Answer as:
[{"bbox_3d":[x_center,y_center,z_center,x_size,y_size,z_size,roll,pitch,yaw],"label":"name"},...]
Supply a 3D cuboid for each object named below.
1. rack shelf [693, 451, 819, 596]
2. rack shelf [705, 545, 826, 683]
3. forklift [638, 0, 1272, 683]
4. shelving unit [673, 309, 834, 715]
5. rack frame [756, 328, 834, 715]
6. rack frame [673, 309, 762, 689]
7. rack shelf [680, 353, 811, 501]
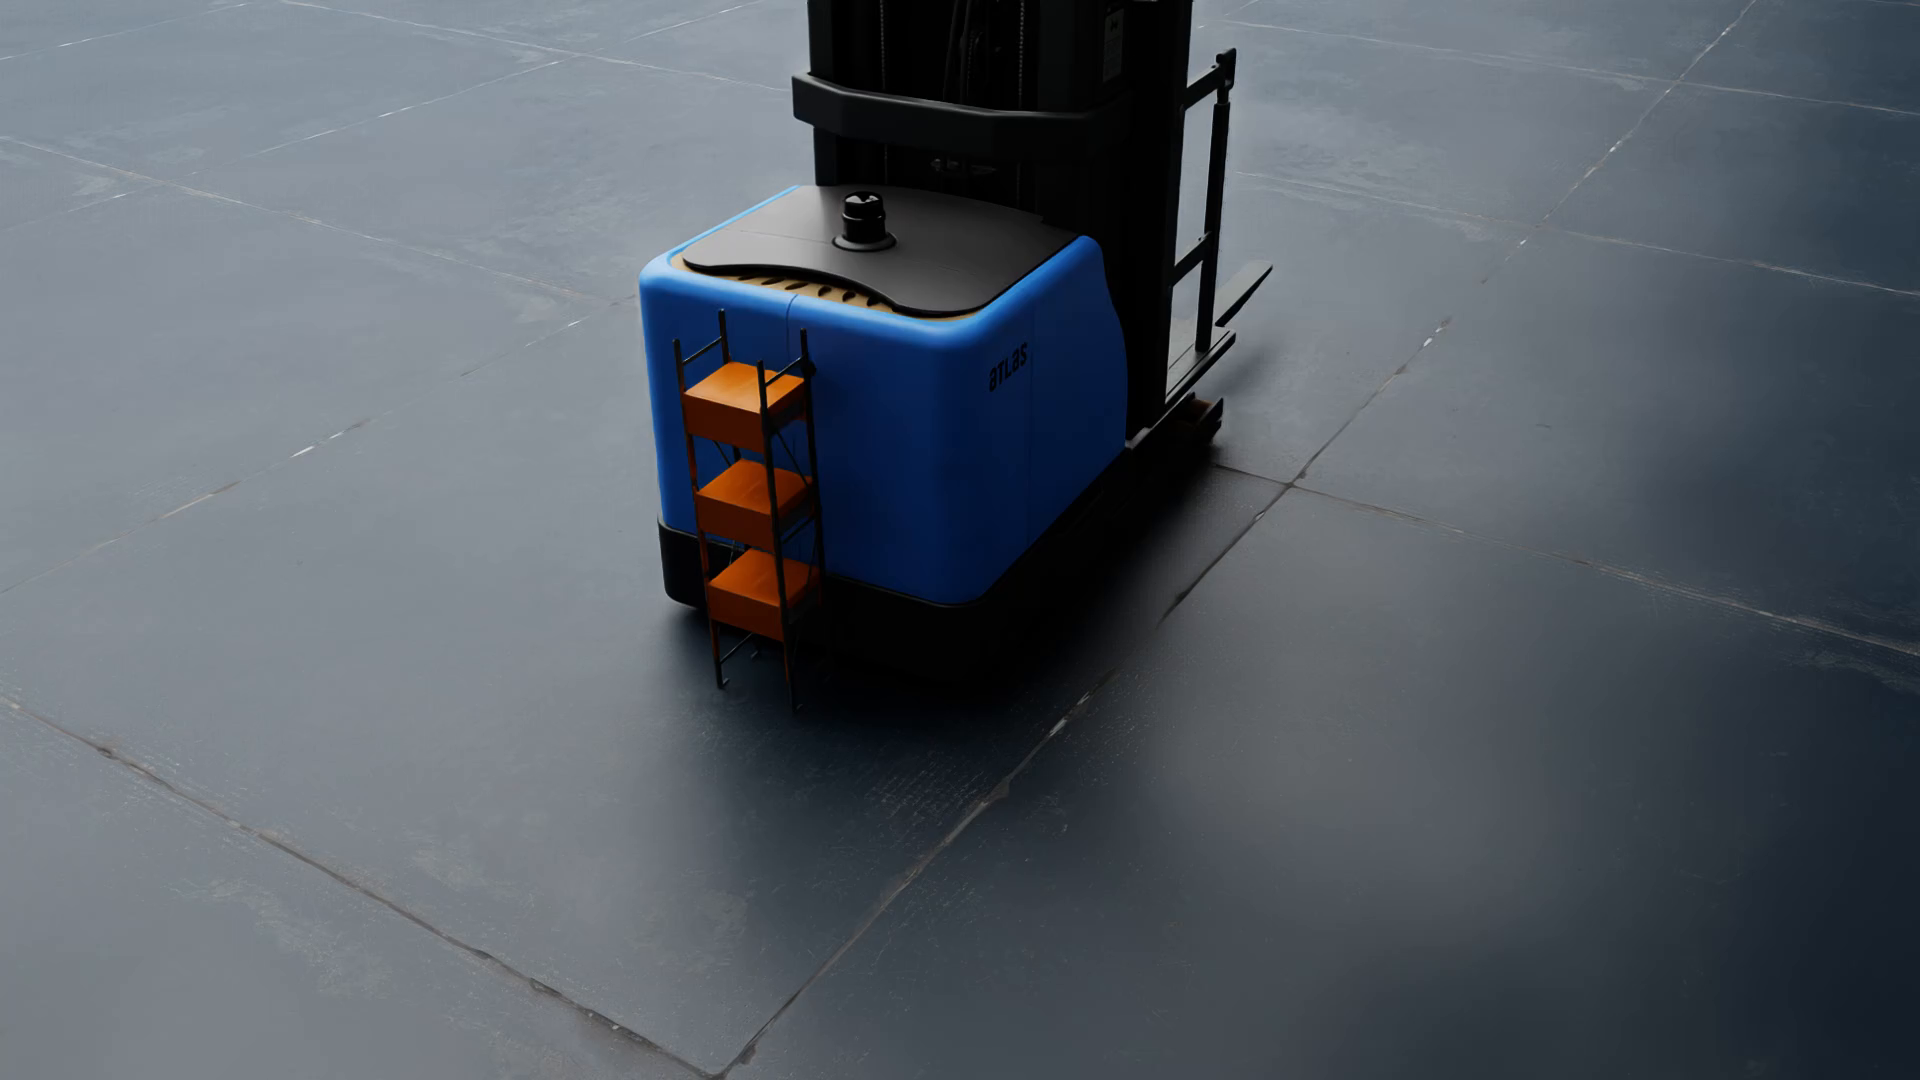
[{"bbox_3d":[-0.518,-0.044,4.295,0.240,0.259,0.215,16,36,25],"label":"rack shelf"},{"bbox_3d":[-0.511,0.190,4.445,0.240,0.259,0.215,16,36,25],"label":"rack shelf"},{"bbox_3d":[0.265,-1.601,5.085,1.130,2.935,3.031,15,33,24],"label":"forklift"},{"bbox_3d":[-0.518,-0.053,4.289,0.252,1.050,0.215,16,36,25],"label":"shelving unit"},{"bbox_3d":[-0.412,-0.023,4.238,0.008,1.050,0.200,16,36,25],"label":"rack frame"},{"bbox_3d":[-0.625,-0.083,4.341,0.008,1.050,0.200,16,36,25],"label":"rack frame"},{"bbox_3d":[-0.525,-0.283,4.142,0.240,0.259,0.215,16,36,25],"label":"rack shelf"}]
